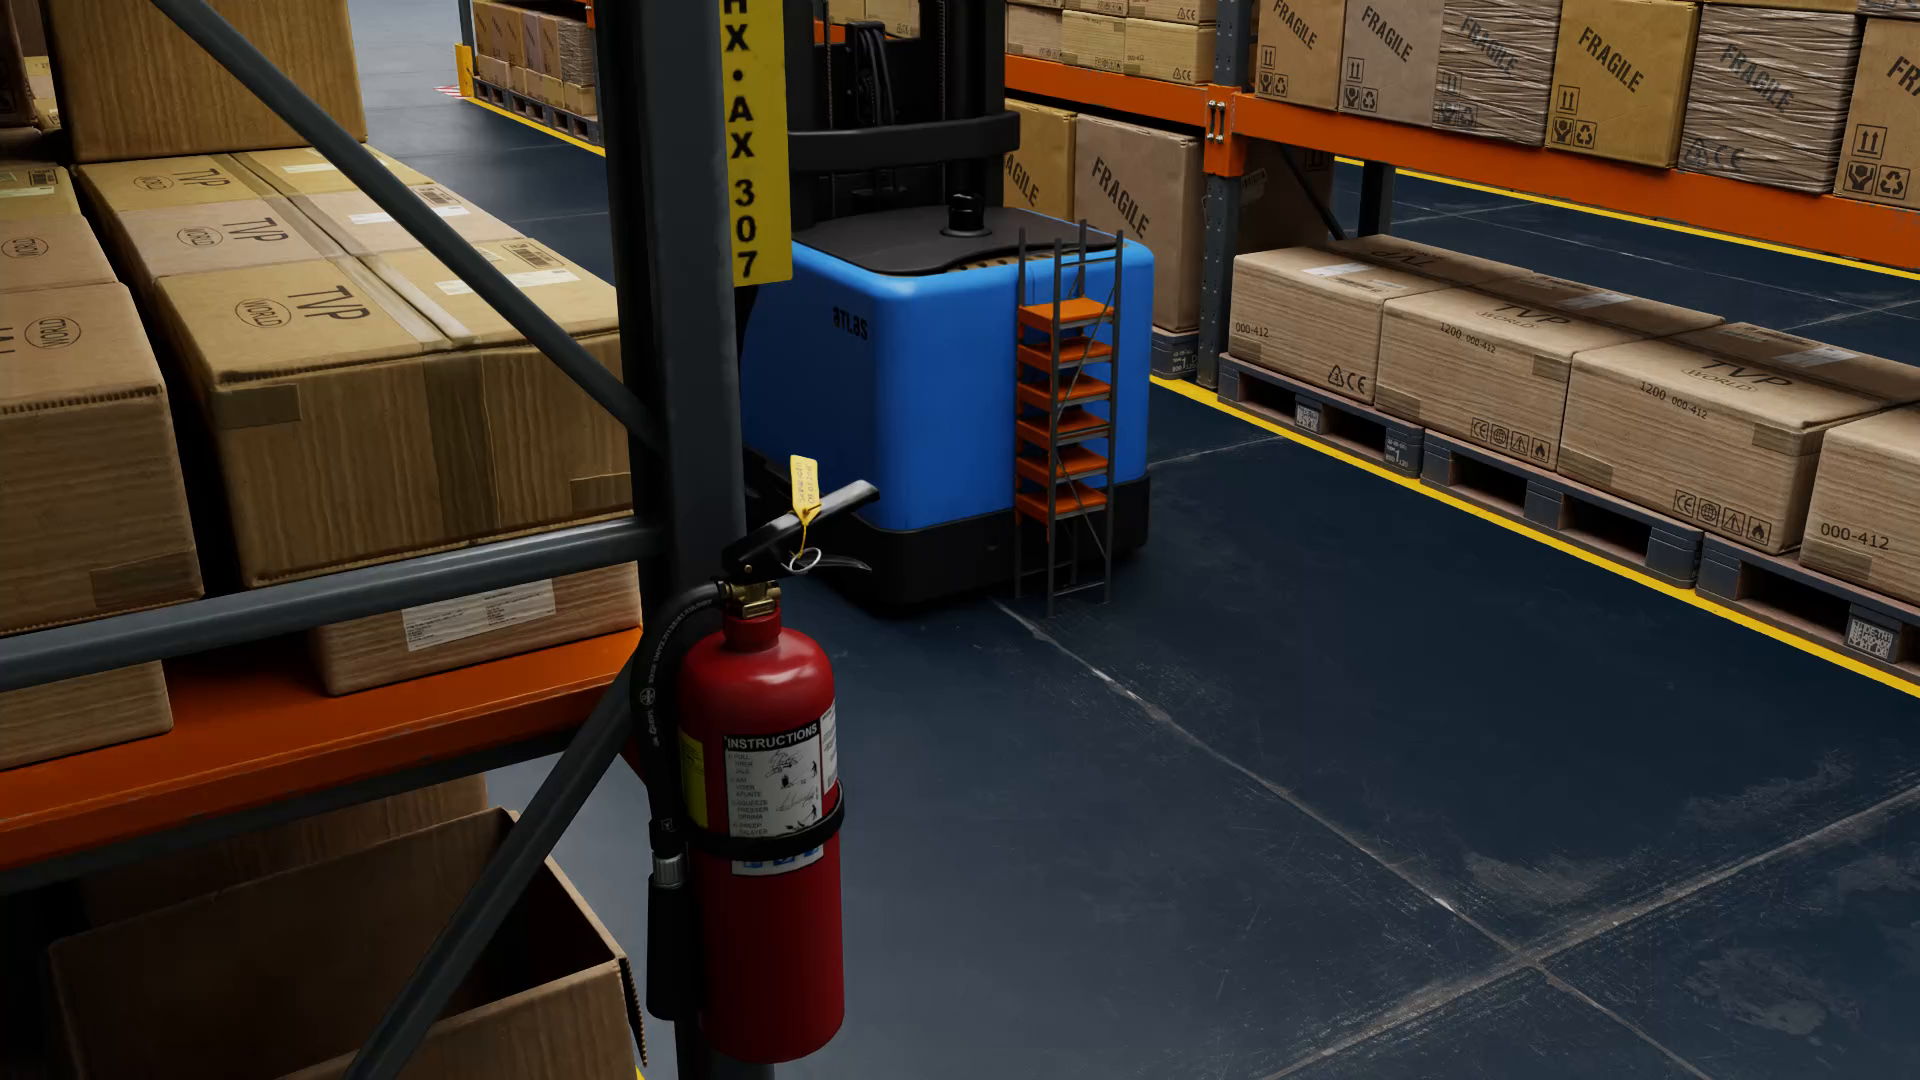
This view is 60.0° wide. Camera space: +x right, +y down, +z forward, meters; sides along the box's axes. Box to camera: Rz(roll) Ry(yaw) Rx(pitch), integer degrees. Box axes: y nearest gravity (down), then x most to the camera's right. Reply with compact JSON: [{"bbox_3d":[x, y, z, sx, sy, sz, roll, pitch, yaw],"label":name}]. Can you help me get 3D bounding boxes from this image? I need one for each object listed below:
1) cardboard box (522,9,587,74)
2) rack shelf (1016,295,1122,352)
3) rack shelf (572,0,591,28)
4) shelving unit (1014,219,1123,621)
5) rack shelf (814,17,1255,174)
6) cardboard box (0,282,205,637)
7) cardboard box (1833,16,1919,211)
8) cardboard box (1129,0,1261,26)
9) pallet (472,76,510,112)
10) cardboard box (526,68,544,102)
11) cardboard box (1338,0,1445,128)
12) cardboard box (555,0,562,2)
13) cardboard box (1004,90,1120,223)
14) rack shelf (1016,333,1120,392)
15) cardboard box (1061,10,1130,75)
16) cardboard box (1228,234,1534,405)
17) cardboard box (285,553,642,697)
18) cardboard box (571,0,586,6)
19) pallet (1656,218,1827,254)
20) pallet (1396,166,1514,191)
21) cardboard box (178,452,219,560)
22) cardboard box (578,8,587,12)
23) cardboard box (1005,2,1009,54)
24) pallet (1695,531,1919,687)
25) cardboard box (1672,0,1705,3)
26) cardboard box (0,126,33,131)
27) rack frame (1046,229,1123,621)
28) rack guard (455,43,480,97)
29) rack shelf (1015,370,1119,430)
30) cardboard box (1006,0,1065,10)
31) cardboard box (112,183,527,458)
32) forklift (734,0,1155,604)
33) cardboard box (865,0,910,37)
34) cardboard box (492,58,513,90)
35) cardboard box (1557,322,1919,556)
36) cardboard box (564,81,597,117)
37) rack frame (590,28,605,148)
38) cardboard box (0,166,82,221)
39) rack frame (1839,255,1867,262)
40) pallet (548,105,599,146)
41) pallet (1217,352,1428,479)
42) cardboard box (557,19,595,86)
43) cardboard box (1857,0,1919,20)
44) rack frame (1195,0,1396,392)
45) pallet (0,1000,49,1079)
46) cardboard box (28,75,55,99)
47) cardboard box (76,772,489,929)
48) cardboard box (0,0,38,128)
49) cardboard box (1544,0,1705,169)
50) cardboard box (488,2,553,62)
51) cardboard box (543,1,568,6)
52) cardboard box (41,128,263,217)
[{"bbox_3d":[-3.612,-4.497,14.990,0.500,0.500,0.500,-11,25,-25],"label":"cardboard box"},{"bbox_3d":[0.326,-0.650,4.980,0.258,0.103,0.180,-13,26,-29],"label":"rack shelf"},{"bbox_3d":[-3.578,-5.074,15.266,1.077,0.370,4.000,-13,25,-28],"label":"rack shelf"},{"bbox_3d":[0.326,-0.358,5.099,0.258,1.200,0.189,-13,26,-29],"label":"shelving unit"},{"bbox_3d":[0.509,-2.484,8.895,1.077,0.370,4.000,-13,25,-28],"label":"rack shelf"},{"bbox_3d":[-1.155,-0.085,1.842,0.500,0.250,0.500,-12,25,-27],"label":"cardboard box"},{"bbox_3d":[2.856,-1.192,4.628,0.500,0.500,0.500,-13,26,-29],"label":"cardboard box"},{"bbox_3d":[1.096,-2.428,7.337,0.500,0.250,0.500,-13,25,-28],"label":"cardboard box"},{"bbox_3d":[-4.176,-4.468,16.525,1.003,0.211,1.213,-13,25,-28],"label":"pallet"},{"bbox_3d":[-3.626,-4.156,15.147,0.500,0.250,0.500,-12,25,-27],"label":"cardboard box"},{"bbox_3d":[1.798,-1.850,6.248,0.500,0.500,0.500,-12,25,-28],"label":"cardboard box"},{"bbox_3d":[-3.721,-5.308,16.124,0.380,0.149,0.250,-12,25,-27],"label":"cardboard box"},{"bbox_3d":[0.677,-1.857,8.659,0.875,0.875,0.875,-12,25,-27],"label":"cardboard box"},{"bbox_3d":[0.326,-0.539,5.025,0.258,0.103,0.180,-13,26,-29],"label":"rack shelf"},{"bbox_3d":[0.825,-2.362,7.839,0.500,0.250,0.500,-13,25,-29],"label":"cardboard box"},{"bbox_3d":[1.759,-0.954,7.019,0.875,0.438,0.875,-13,25,-29],"label":"cardboard box"},{"bbox_3d":[-0.624,0.038,2.068,0.380,0.149,0.250,-13,25,-29],"label":"cardboard box"},{"bbox_3d":[-3.462,-5.141,15.711,0.380,0.149,0.250,-11,25,-26],"label":"cardboard box"},{"bbox_3d":[5.335,-2.115,10.734,1.003,0.211,1.213,-13,25,-28],"label":"pallet"},{"bbox_3d":[4.089,-2.905,12.677,1.003,0.211,1.213,-13,25,-28],"label":"pallet"},{"bbox_3d":[-0.958,-0.114,2.442,0.380,0.149,0.250,-13,25,-29],"label":"cardboard box"},{"bbox_3d":[-3.173,-4.610,15.268,0.500,0.500,0.500,-11,25,-25],"label":"cardboard box"},{"bbox_3d":[0.316,-2.696,8.659,0.500,0.250,0.500,-13,25,-28],"label":"cardboard box"},{"bbox_3d":[3.098,0.173,5.106,1.003,0.211,1.213,-13,25,-28],"label":"pallet"},{"bbox_3d":[2.325,-1.982,5.244,0.500,0.500,0.500,-13,25,-29],"label":"cardboard box"},{"bbox_3d":[-2.190,-0.742,3.457,0.500,0.250,0.500,-12,25,-27],"label":"cardboard box"},{"bbox_3d":[0.374,-0.329,5.027,0.240,1.200,0.006,-13,26,-29],"label":"rack frame"},{"bbox_3d":[-4.561,-4.872,17.134,1.175,0.500,0.348,-13,25,-28],"label":"rack guard"},{"bbox_3d":[0.326,-0.428,5.070,0.258,0.103,0.180,-13,26,-29],"label":"rack shelf"},{"bbox_3d":[0.564,-2.755,8.141,0.500,0.250,0.500,-12,25,-27],"label":"cardboard box"},{"bbox_3d":[-0.950,-0.349,2.492,0.500,0.250,0.500,-12,25,-28],"label":"cardboard box"},{"bbox_3d":[-0.568,-1.666,6.017,1.130,2.935,3.031,-13,26,-29],"label":"forklift"},{"bbox_3d":[-0.202,-3.026,9.471,0.500,0.250,0.500,-13,26,-30],"label":"cardboard box"},{"bbox_3d":[-4.171,-4.494,15.979,0.500,0.250,0.500,-12,25,-26],"label":"cardboard box"},{"bbox_3d":[2.676,-0.372,5.588,0.875,0.438,0.875,-12,25,-27],"label":"cardboard box"},{"bbox_3d":[-3.089,-3.820,14.320,0.500,0.250,0.500,-11,25,-26],"label":"cardboard box"},{"bbox_3d":[-2.556,-4.760,13.538,1.000,3.000,0.127,-13,25,-28],"label":"rack frame"},{"bbox_3d":[-1.666,-0.414,2.650,0.500,0.250,0.500,-12,25,-27],"label":"cardboard box"},{"bbox_3d":[5.734,-3.155,9.590,1.000,3.000,0.127,-13,25,-28],"label":"rack frame"},{"bbox_3d":[-2.930,-3.679,14.581,1.003,0.211,1.213,-13,25,-28],"label":"pallet"},{"bbox_3d":[1.851,-0.617,7.049,1.003,0.211,1.213,-13,25,-28],"label":"pallet"},{"bbox_3d":[-3.089,-4.168,14.180,0.500,0.500,0.500,-13,25,-29],"label":"cardboard box"},{"bbox_3d":[2.830,-1.659,4.448,0.500,0.500,0.500,-13,25,-28],"label":"cardboard box"},{"bbox_3d":[1.530,-2.170,7.167,1.000,3.000,0.127,-13,25,-28],"label":"rack frame"},{"bbox_3d":[-1.139,1.090,2.849,1.003,0.211,1.213,-13,25,-28],"label":"pallet"},{"bbox_3d":[-1.997,-1.005,4.105,0.500,0.250,0.500,-13,25,-28],"label":"cardboard box"},{"bbox_3d":[-1.326,0.544,3.252,0.700,0.500,0.500,-11,25,-26],"label":"cardboard box"},{"bbox_3d":[-2.203,-1.097,3.334,0.500,0.500,0.500,-13,26,-30],"label":"cardboard box"},{"bbox_3d":[2.310,-1.521,5.438,0.500,0.500,0.500,-12,25,-27],"label":"cardboard box"},{"bbox_3d":[-4.142,-4.832,15.815,0.500,0.500,0.500,-14,26,-30],"label":"cardboard box"},{"bbox_3d":[-3.697,-4.945,16.093,0.500,0.500,0.500,-12,25,-26],"label":"cardboard box"},{"bbox_3d":[-1.491,-0.674,3.291,0.500,0.250,0.500,-13,26,-30],"label":"cardboard box"}]
